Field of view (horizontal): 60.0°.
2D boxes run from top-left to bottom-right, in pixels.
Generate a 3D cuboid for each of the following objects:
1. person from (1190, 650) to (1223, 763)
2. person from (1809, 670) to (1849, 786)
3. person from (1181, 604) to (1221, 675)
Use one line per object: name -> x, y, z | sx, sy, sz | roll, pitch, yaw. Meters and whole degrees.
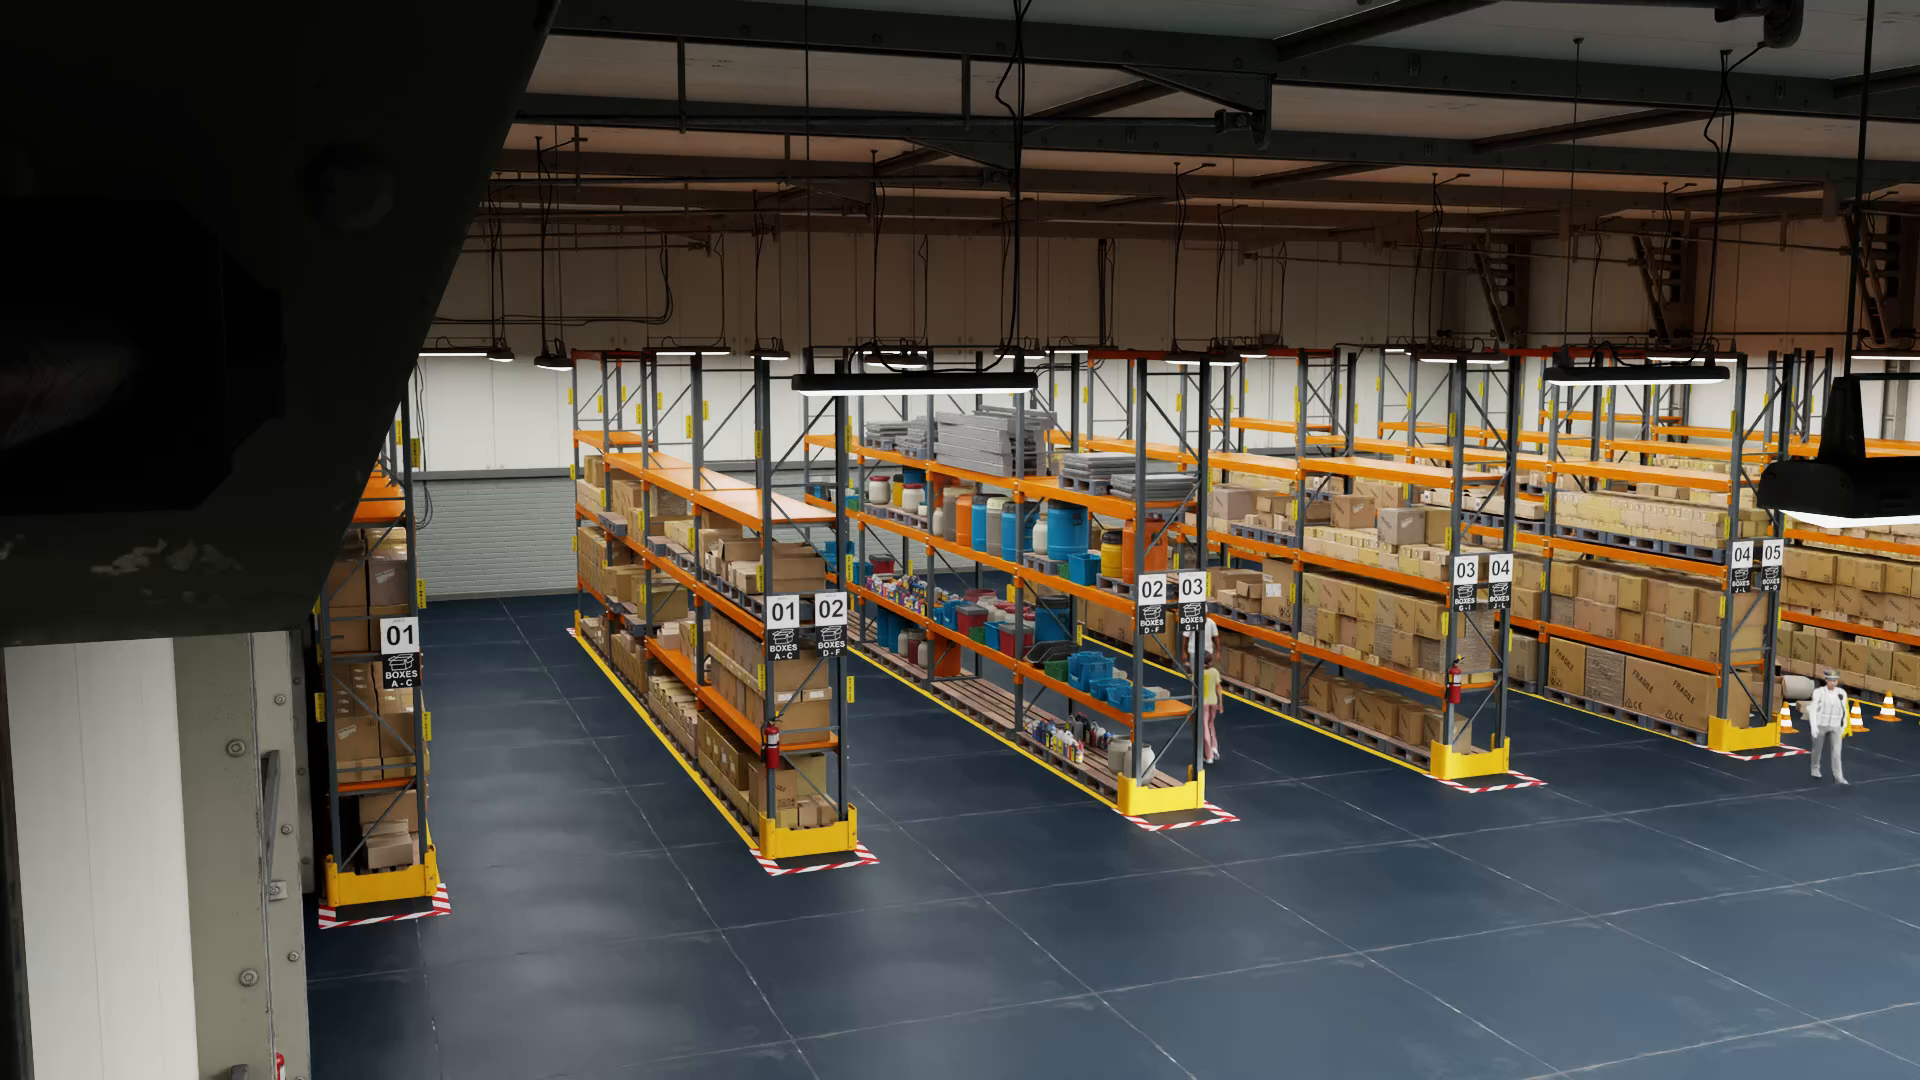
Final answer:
person -> 3.631, 2.453, 24.543 | 0.502, 1.678, 0.479 | -2, 7, -18
person -> 12.189, 2.620, 23.328 | 0.517, 1.607, 1.064 | 3, 8, 20
person -> 4.108, 1.952, 28.303 | 0.642, 1.787, 0.641 | -1, 7, -4
